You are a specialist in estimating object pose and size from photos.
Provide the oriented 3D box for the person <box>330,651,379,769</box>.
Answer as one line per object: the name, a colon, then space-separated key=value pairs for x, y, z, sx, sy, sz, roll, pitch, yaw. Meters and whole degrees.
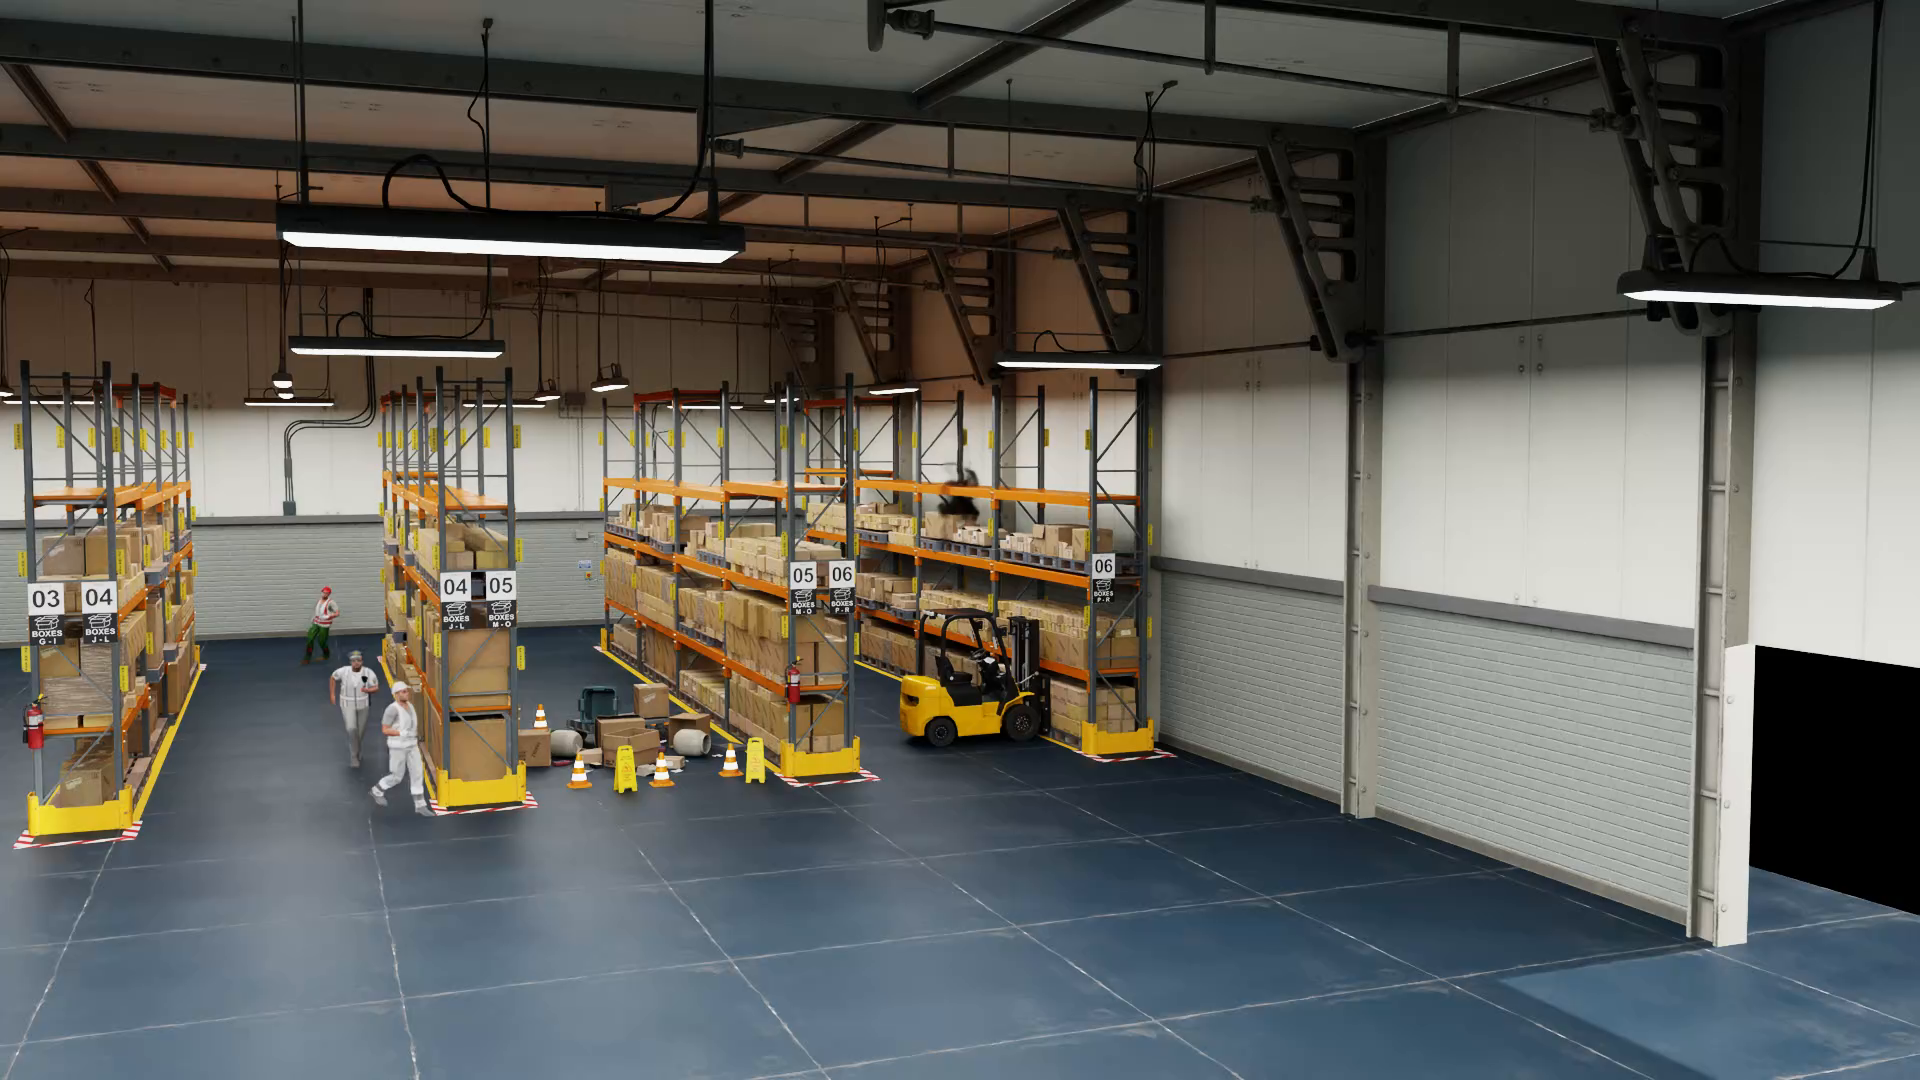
person: x=-9.312 y=2.593 z=25.603 sx=0.686 sy=1.827 sz=0.873 roll=-2 pitch=4 yaw=-25

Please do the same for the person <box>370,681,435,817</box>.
person: x=-7.427 y=2.770 z=22.115 sx=0.985 sy=1.793 sz=0.655 roll=1 pitch=4 yaw=23

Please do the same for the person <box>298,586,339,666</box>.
person: x=-14.230 y=1.912 z=37.134 sx=0.783 sy=1.766 sz=0.798 roll=1 pitch=4 yaw=18
